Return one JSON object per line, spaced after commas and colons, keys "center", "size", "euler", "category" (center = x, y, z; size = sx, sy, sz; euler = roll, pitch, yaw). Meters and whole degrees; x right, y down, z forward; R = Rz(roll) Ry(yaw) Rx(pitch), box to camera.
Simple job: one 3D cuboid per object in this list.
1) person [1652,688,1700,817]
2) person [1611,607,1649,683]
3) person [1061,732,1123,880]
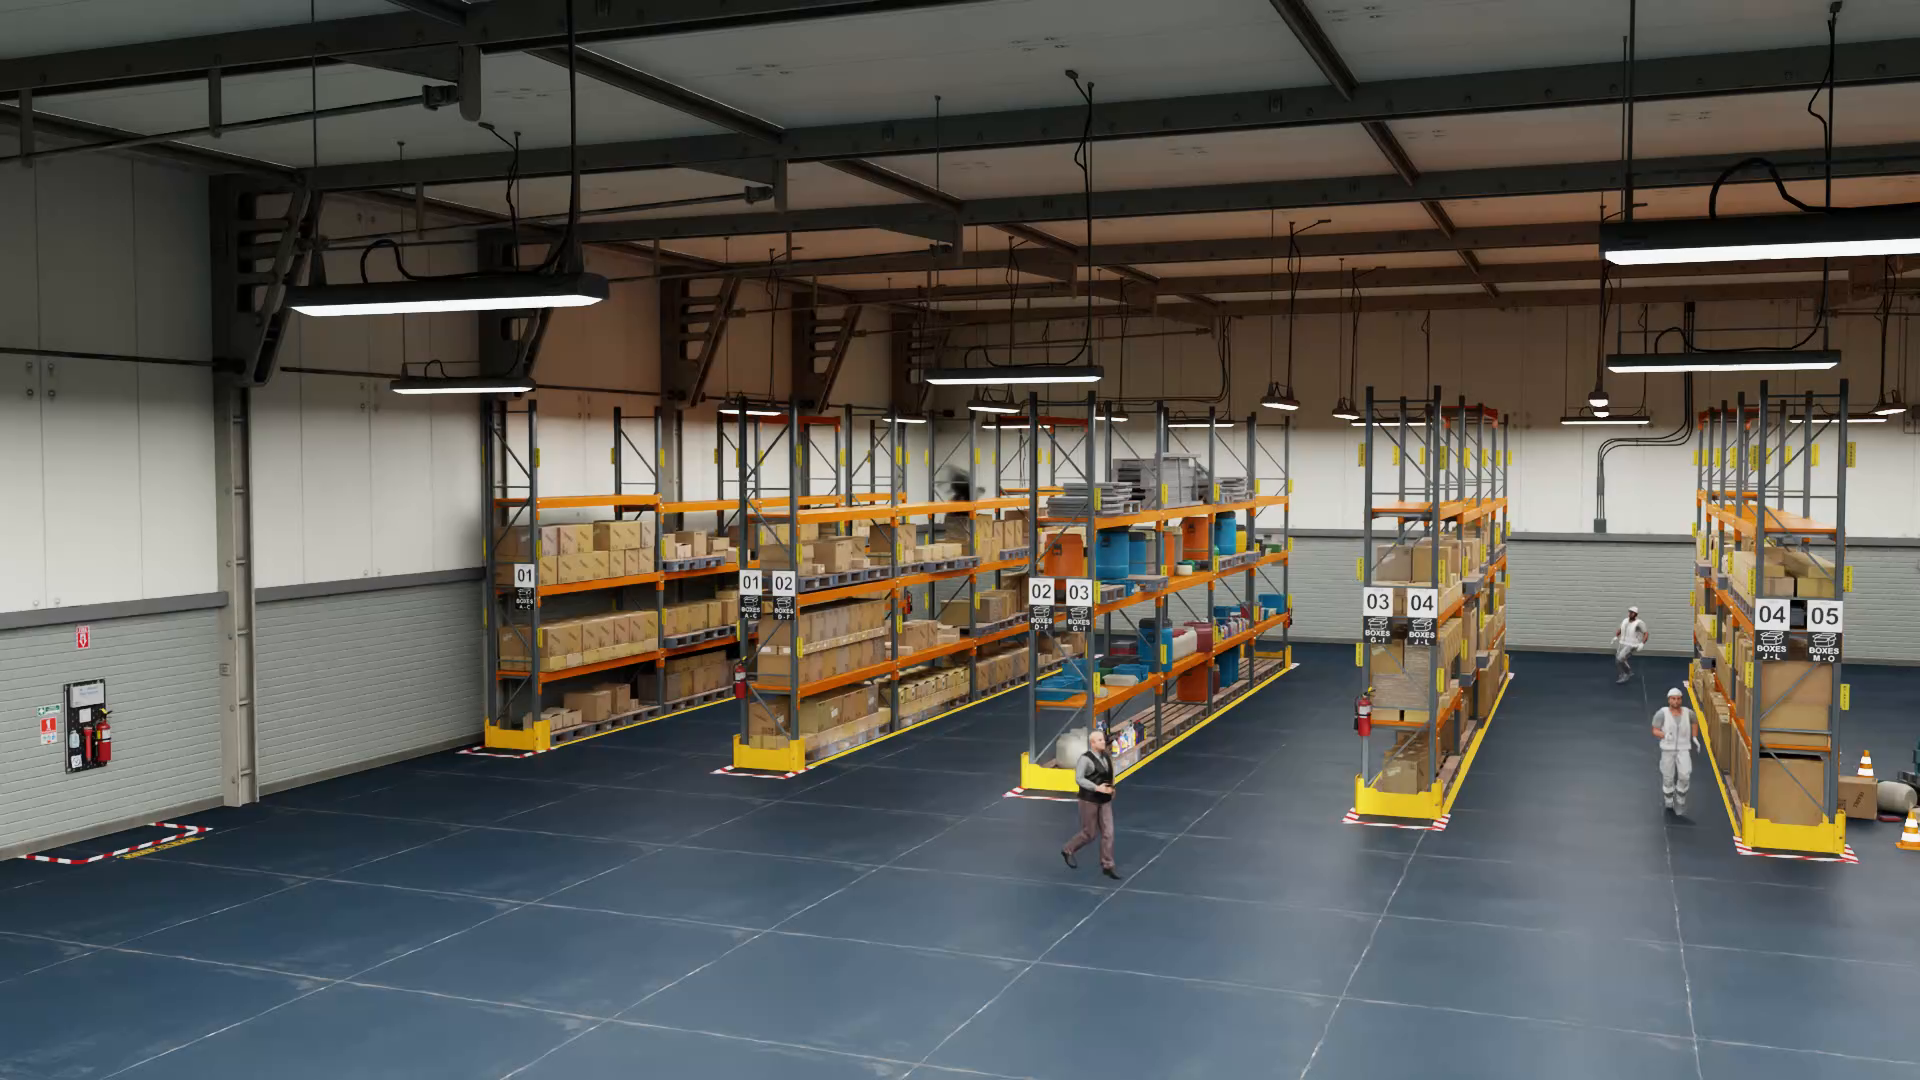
{"center": [10.008, 2.963, 23.235], "size": [0.643, 1.796, 0.805], "euler": [1, 3, 18], "category": "person"}
{"center": [14.734, 2.329, 36.753], "size": [0.576, 1.717, 0.744], "euler": [-1, 3, -21], "category": "person"}
{"center": [1.609, 3.156, 19.958], "size": [0.680, 1.739, 0.846], "euler": [-3, 4, -45], "category": "person"}
